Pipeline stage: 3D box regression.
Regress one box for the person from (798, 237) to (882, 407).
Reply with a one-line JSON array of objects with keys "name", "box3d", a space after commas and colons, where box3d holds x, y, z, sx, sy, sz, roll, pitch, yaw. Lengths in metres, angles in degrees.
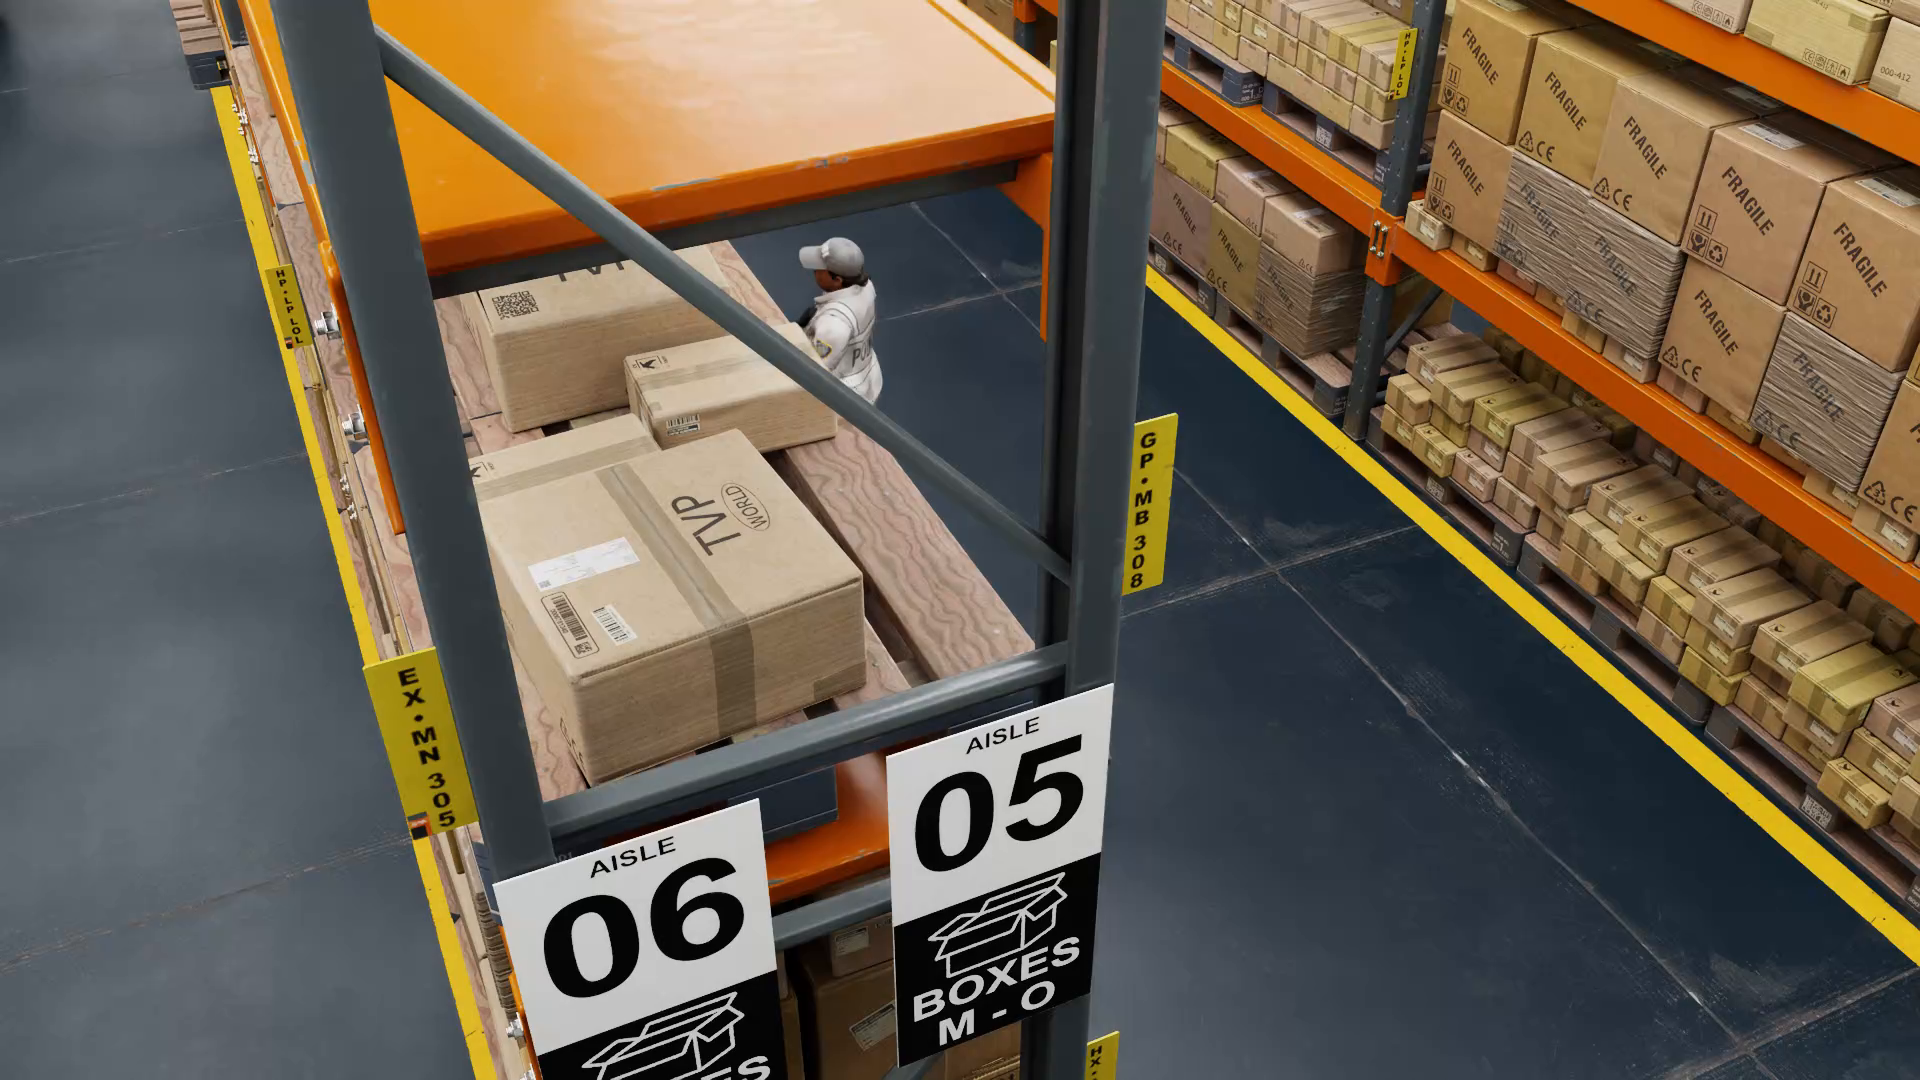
[{"name": "person", "box3d": [-0.589, -0.678, 7.719, 0.460, 1.676, 0.565, 9, 38, 11]}]
